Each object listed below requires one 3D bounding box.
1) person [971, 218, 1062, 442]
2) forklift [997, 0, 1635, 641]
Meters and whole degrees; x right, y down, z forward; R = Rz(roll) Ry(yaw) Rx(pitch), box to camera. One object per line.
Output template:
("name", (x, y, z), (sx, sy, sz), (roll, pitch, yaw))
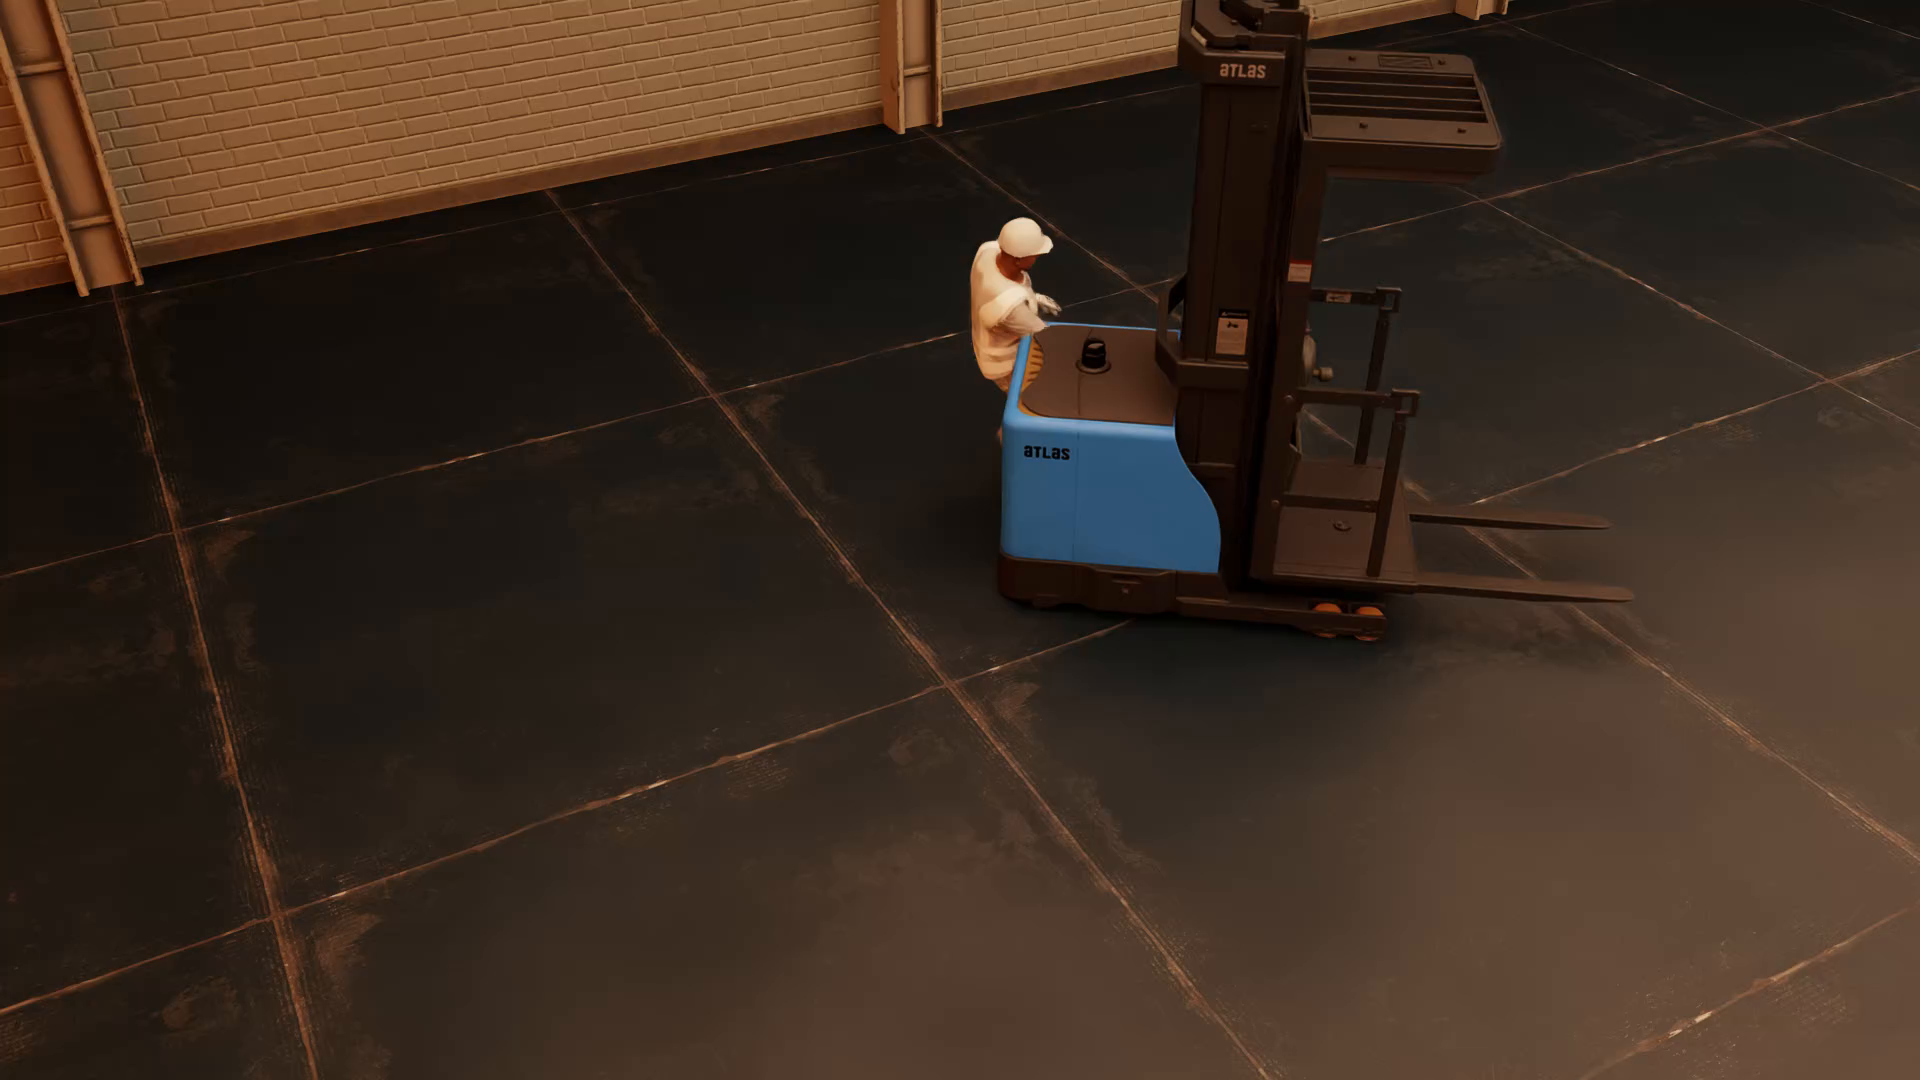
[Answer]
("person", (0.466, -0.966, 8.646), (0.795, 1.598, 0.833), (-5, 36, -7))
("forklift", (1.741, -1.040, 7.595), (3.031, 2.935, 1.130), (4, 35, 6))
